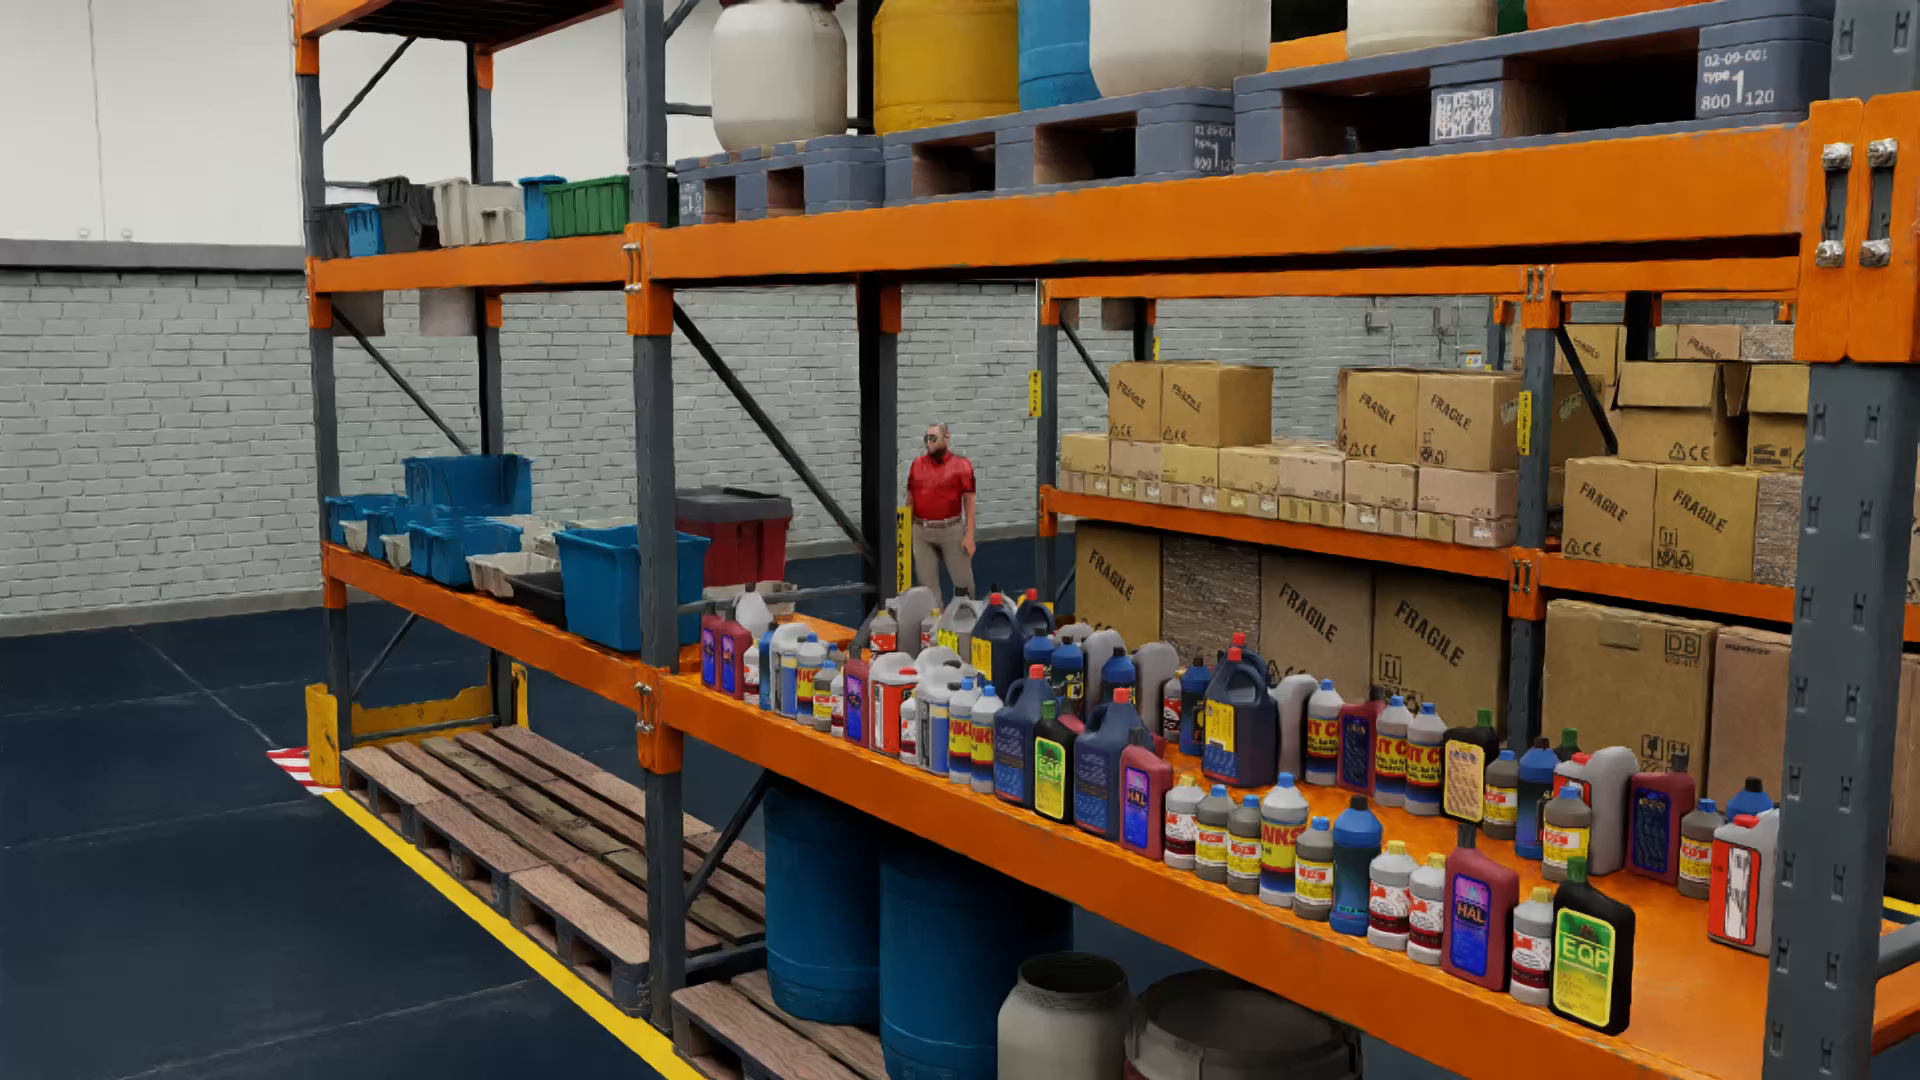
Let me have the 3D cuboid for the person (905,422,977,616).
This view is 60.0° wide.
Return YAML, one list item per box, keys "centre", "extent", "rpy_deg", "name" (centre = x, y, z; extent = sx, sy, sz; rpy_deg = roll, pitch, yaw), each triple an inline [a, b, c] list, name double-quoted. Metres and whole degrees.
- centre: [-0.123, -0.045, 12.677]
  extent: [0.676, 1.721, 0.589]
  rpy_deg: [3, 8, 20]
  name: "person"
